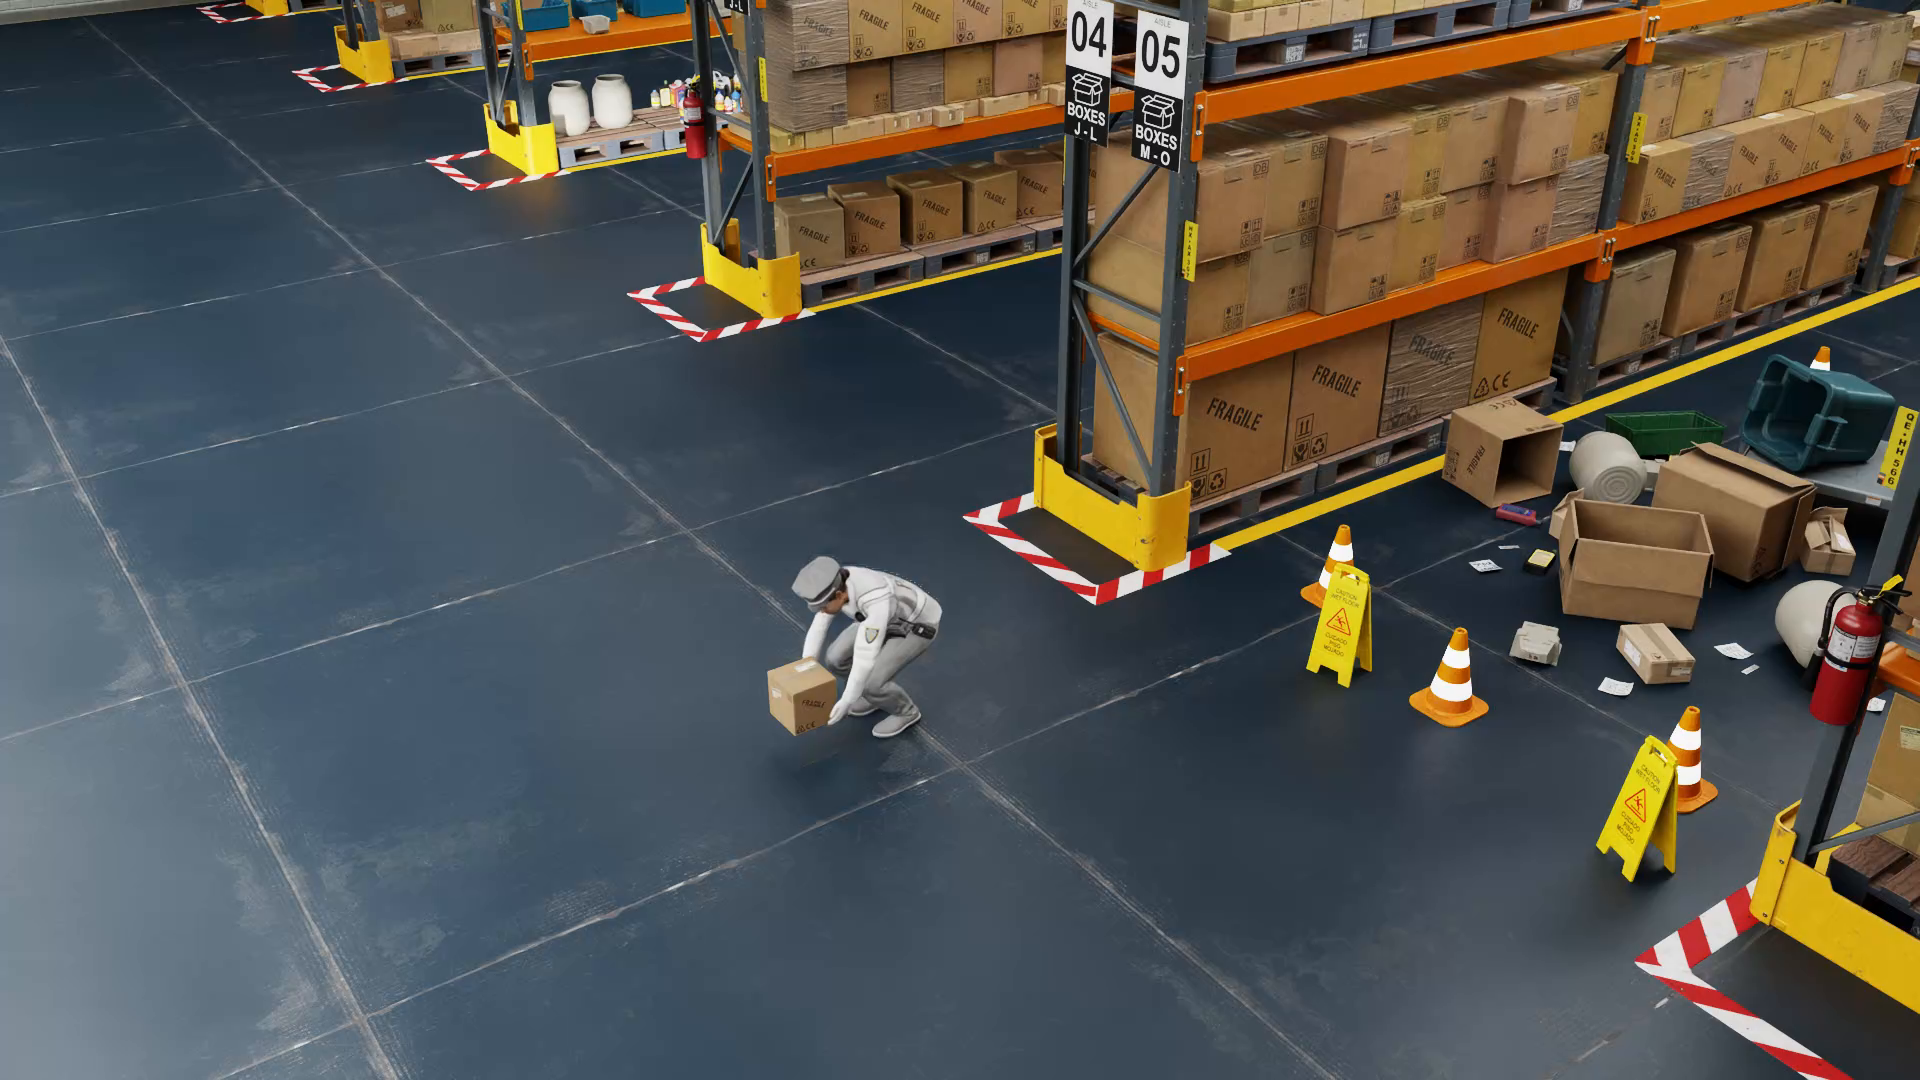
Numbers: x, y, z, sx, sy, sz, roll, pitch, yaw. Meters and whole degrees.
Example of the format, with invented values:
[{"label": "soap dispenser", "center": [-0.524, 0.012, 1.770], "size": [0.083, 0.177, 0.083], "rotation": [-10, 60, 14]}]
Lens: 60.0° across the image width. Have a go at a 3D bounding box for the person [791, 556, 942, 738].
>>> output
[{"label": "person", "center": [-0.459, 0.500, 8.333], "size": [0.815, 1.073, 0.505], "rotation": [-19, 34, -31]}]
